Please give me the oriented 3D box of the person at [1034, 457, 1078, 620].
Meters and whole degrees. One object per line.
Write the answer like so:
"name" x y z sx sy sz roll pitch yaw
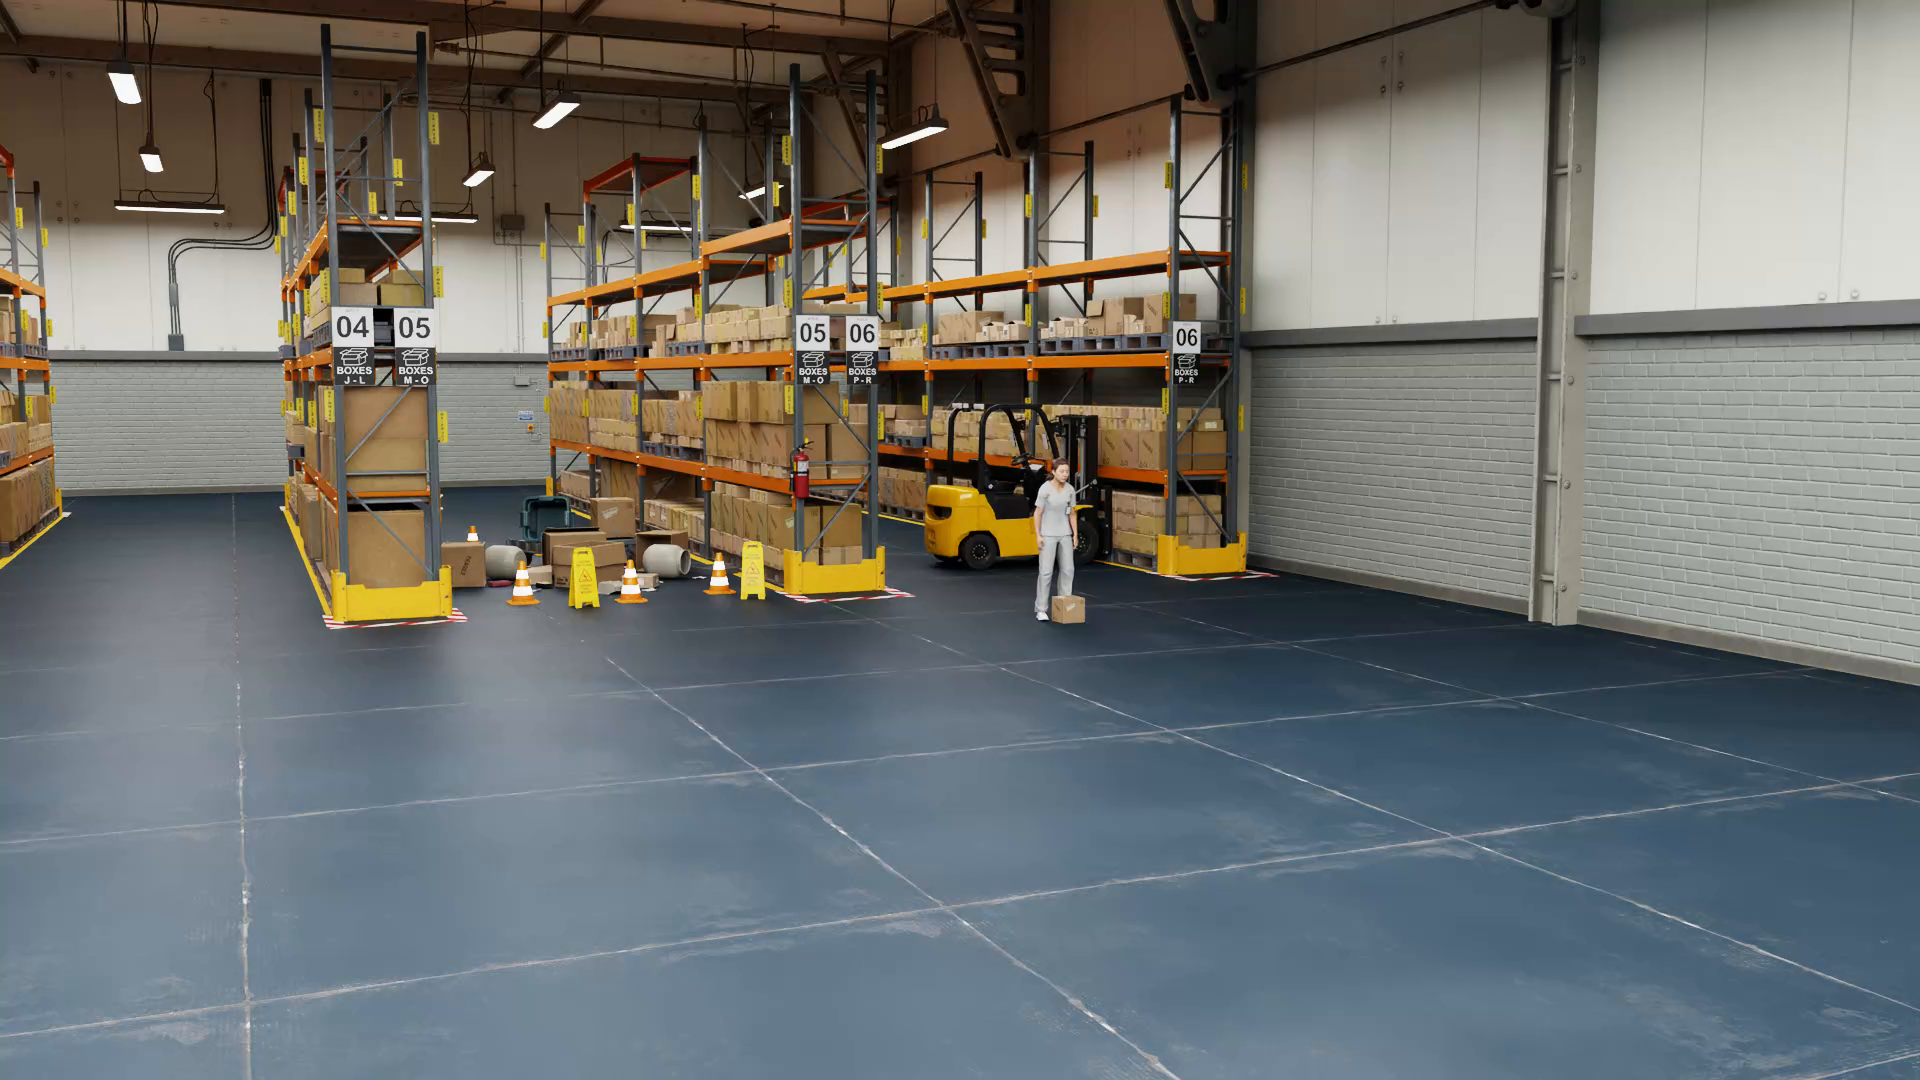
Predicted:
"person" 1.006 -0.006 17.150 0.485 1.648 0.407 -2 6 -23
